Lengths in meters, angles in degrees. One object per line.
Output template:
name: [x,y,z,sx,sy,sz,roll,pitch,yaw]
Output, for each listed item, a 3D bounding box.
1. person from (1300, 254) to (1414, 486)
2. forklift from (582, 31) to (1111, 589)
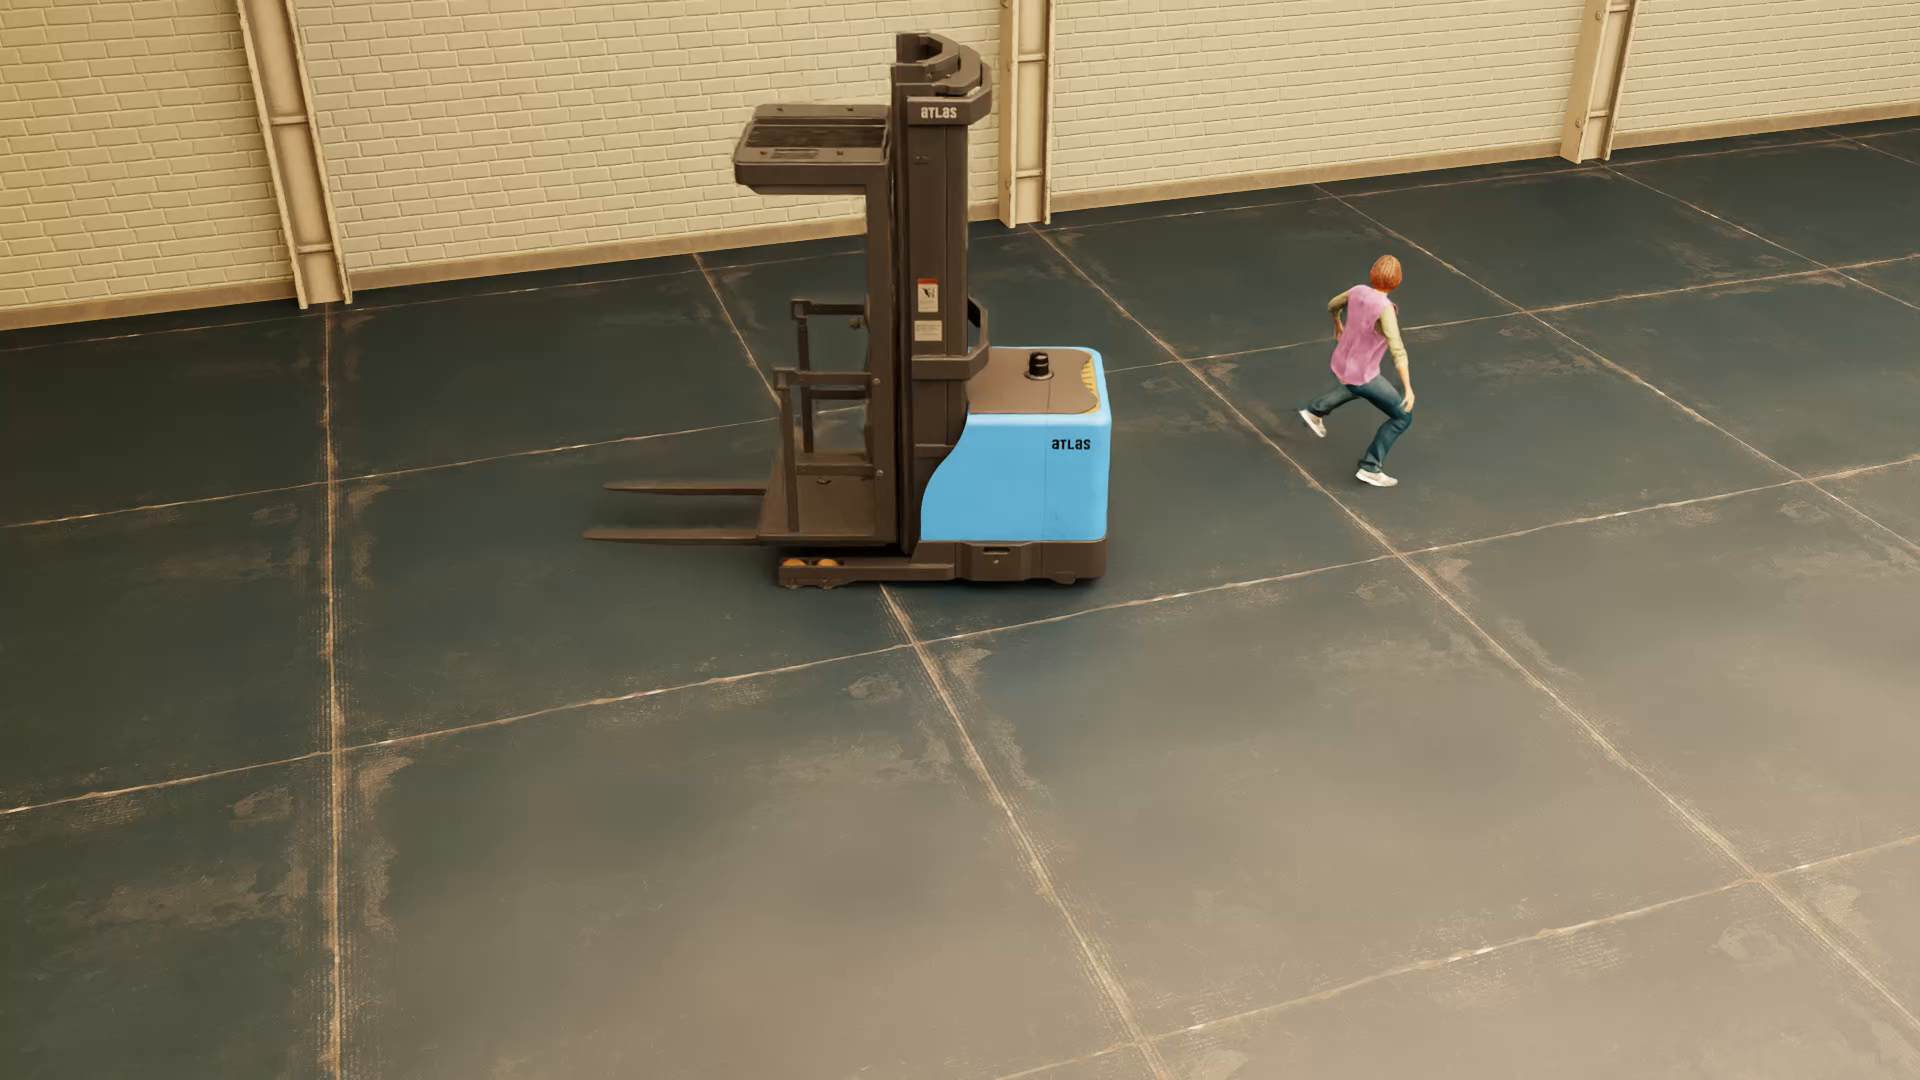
person: [2.572,-1.080,10.478,0.465,1.475,0.946,-8,31,-13]
forklift: [-0.671,-1.255,9.269,3.031,2.935,1.130,0,30,0]
